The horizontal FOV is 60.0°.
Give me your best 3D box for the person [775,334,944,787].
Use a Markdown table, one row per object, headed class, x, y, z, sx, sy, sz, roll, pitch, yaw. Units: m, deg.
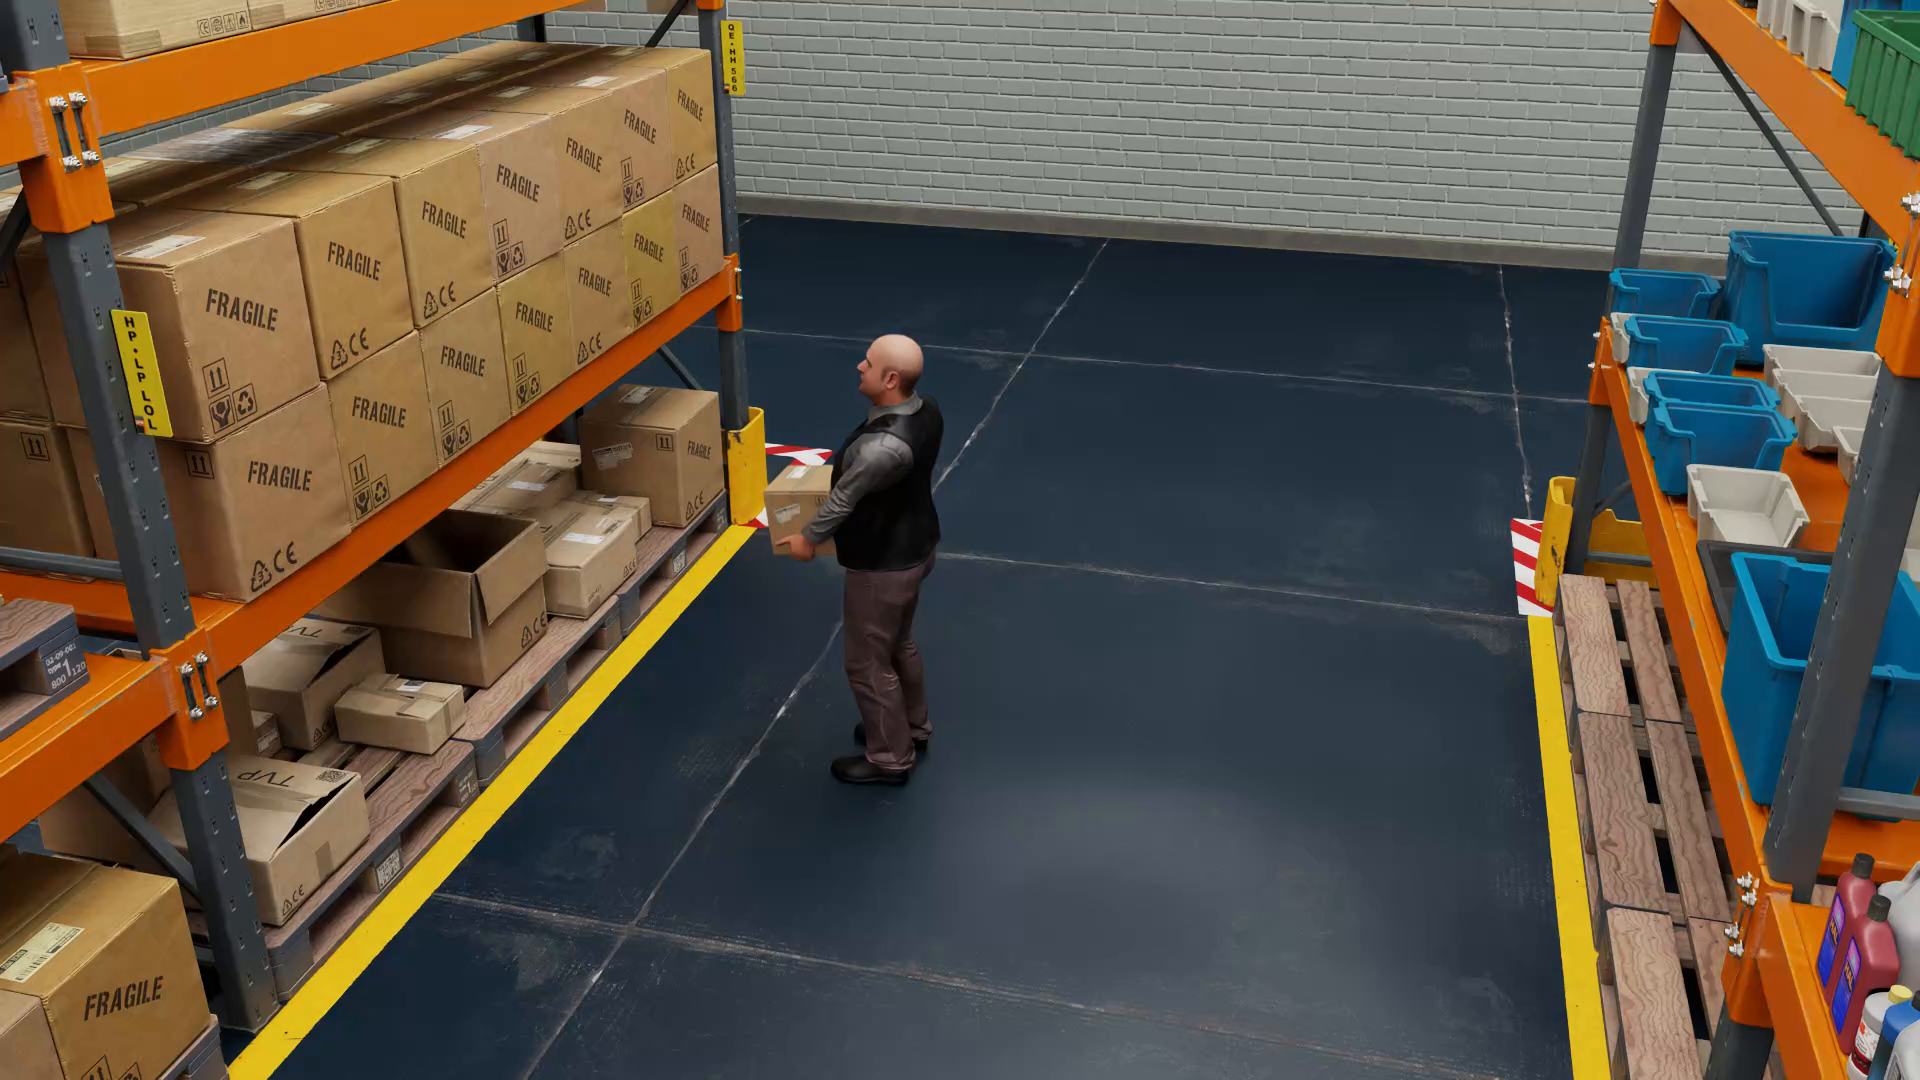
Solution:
| class | x | y | z | sx | sy | sz | roll | pitch | yaw |
| --- | --- | --- | --- | --- | --- | --- | --- | --- | --- |
| person | -0.361 | 0.067 | 6.005 | 0.557 | 1.712 | 0.494 | 7 | 26 | 14 |
